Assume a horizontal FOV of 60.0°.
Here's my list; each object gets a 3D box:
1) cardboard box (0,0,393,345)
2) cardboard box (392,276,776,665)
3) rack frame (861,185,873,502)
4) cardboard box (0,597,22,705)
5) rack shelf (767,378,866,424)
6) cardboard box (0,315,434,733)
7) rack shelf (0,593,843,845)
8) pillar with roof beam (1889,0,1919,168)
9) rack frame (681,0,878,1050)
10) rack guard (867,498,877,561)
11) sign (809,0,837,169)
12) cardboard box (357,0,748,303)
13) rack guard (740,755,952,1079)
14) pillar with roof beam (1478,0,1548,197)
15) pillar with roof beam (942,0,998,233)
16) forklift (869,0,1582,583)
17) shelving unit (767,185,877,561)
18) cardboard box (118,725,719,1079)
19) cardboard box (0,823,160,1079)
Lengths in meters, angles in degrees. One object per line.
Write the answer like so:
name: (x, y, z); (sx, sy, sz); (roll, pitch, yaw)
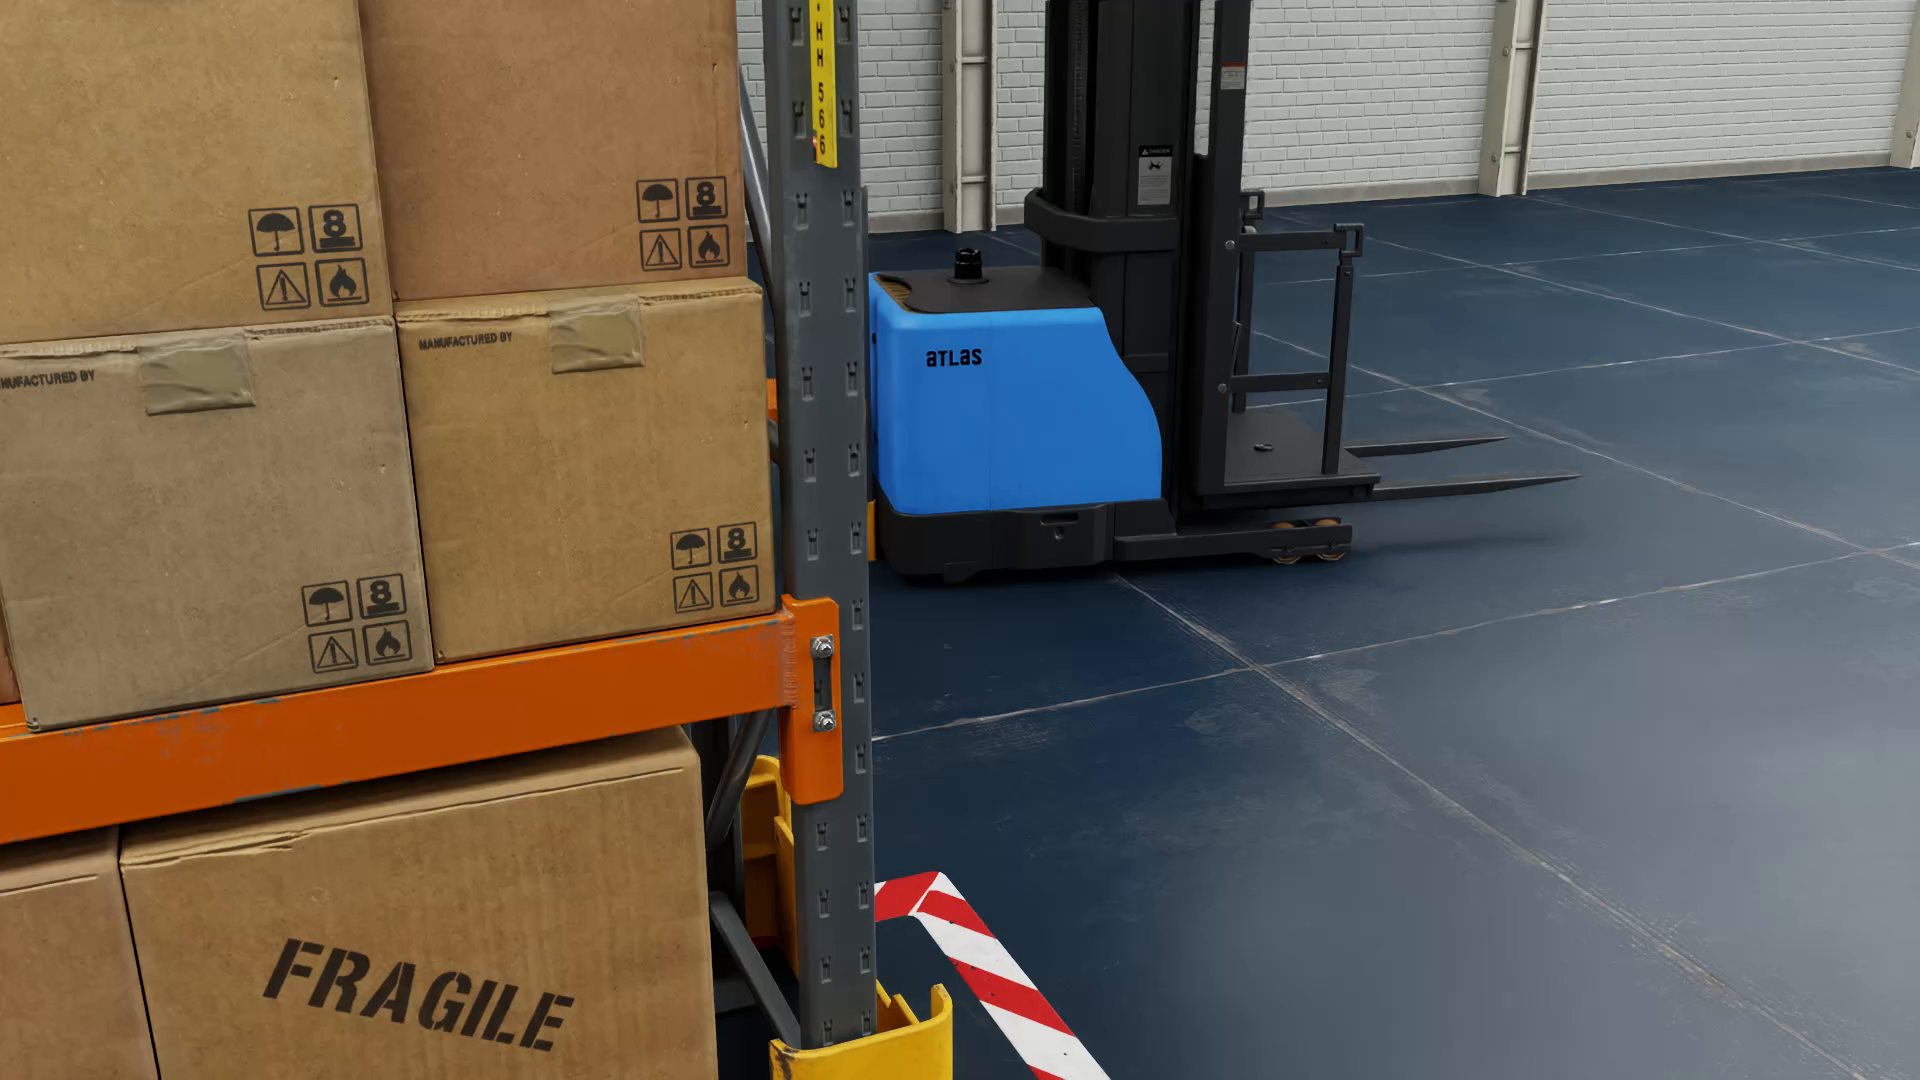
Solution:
cardboard box: (-1.230, -0.667, 2.548); (0.550, 0.550, 0.875); (-8, 21, -22)
cardboard box: (-0.728, -0.233, 2.940); (0.550, 0.550, 0.875); (-8, 21, -22)
rack frame: (-0.422, -0.717, 6.801); (0.032, 1.500, 0.500); (-4, 20, -12)
cardboard box: (-1.788, -0.118, 2.616); (0.550, 0.550, 0.875); (-8, 21, -22)
rack shelf: (-0.918, -0.511, 6.757); (1.000, 0.185, 0.538); (-4, 20, -12)
cardboard box: (-1.224, -0.154, 2.716); (0.550, 0.550, 0.875); (-8, 21, -22)
rack shelf: (-2.241, 0.378, 2.515); (4.000, 0.370, 1.077); (-8, 21, -22)
pillar with roof beam: (12.809, -7.302, 14.211); (0.400, 9.000, 9.100); (-8, 21, -22)
rack frame: (-0.405, -0.225, 3.143); (0.127, 3.000, 1.000); (-8, 21, -22)
rack guard: (-0.441, -0.126, 7.004); (0.087, 0.250, 0.587); (-4, 20, -12)
sign: (-0.203, -0.715, 2.436); (0.005, 0.325, 0.100); (-8, 21, -22)
cardboard box: (-0.761, -0.768, 2.834); (0.550, 0.550, 0.875); (-8, 21, -22)
rack guard: (-0.383, 0.951, 3.567); (0.348, 0.500, 1.175); (-8, 21, -22)
pillar with roof beam: (7.299, -6.513, 11.969); (0.400, 9.000, 9.100); (-8, 21, -22)
pillar with roof beam: (1.790, -5.723, 9.728); (0.400, 9.000, 9.100); (-8, 21, -22)
forklift: (1.122, -1.450, 6.727); (3.031, 2.935, 1.130); (-4, 20, -12)
shelving unit: (-0.927, -0.680, 6.695); (1.083, 1.500, 0.587); (-4, 20, -12)
cardboard box: (-1.001, 0.689, 3.116); (0.875, 0.875, 0.875); (-8, 21, -22)
cardboard box: (-1.809, 0.805, 2.785); (0.875, 0.875, 0.875); (-9, 21, -23)
